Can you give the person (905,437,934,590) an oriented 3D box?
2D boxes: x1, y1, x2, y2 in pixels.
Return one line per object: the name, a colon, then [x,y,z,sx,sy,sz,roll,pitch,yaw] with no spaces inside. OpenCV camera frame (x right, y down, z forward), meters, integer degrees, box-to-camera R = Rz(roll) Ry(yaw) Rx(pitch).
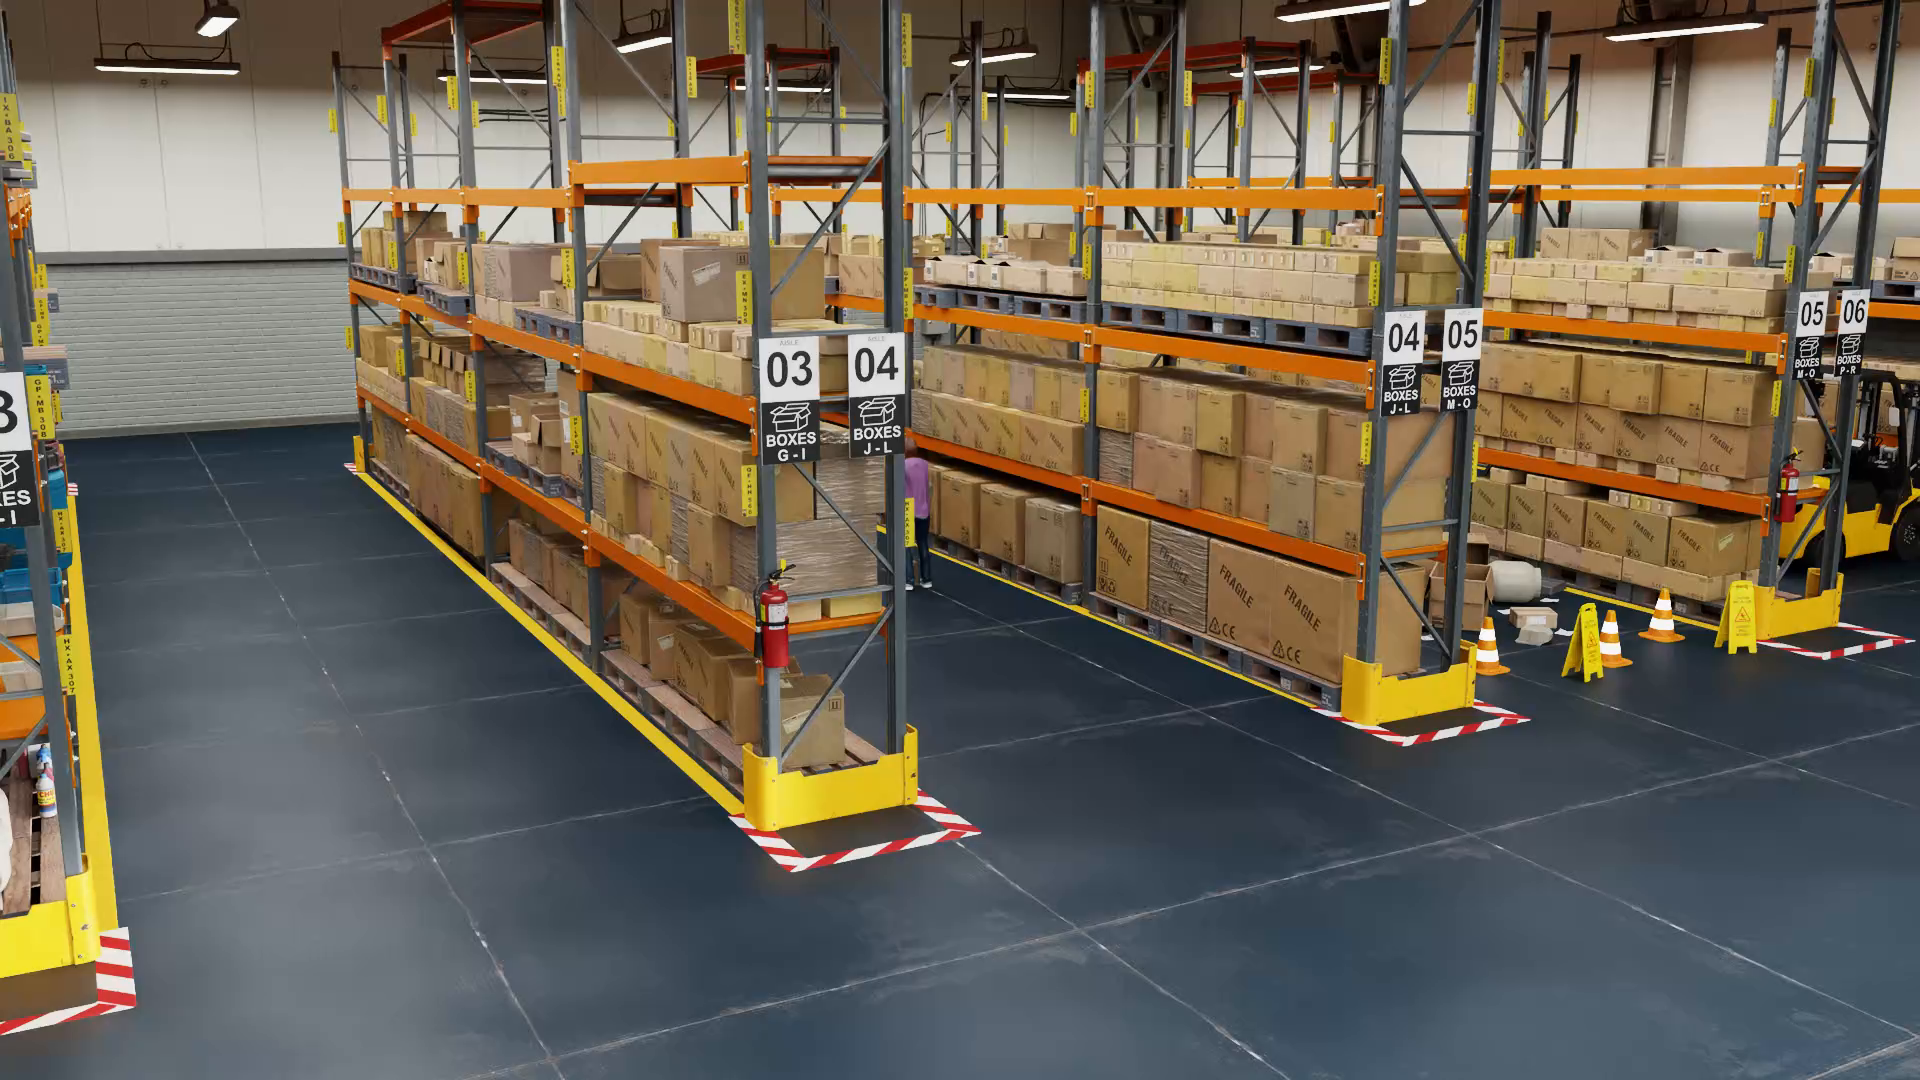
person: [-0.488,-0.271,17.271,0.469,1.592,0.348,-7,14,-30]
